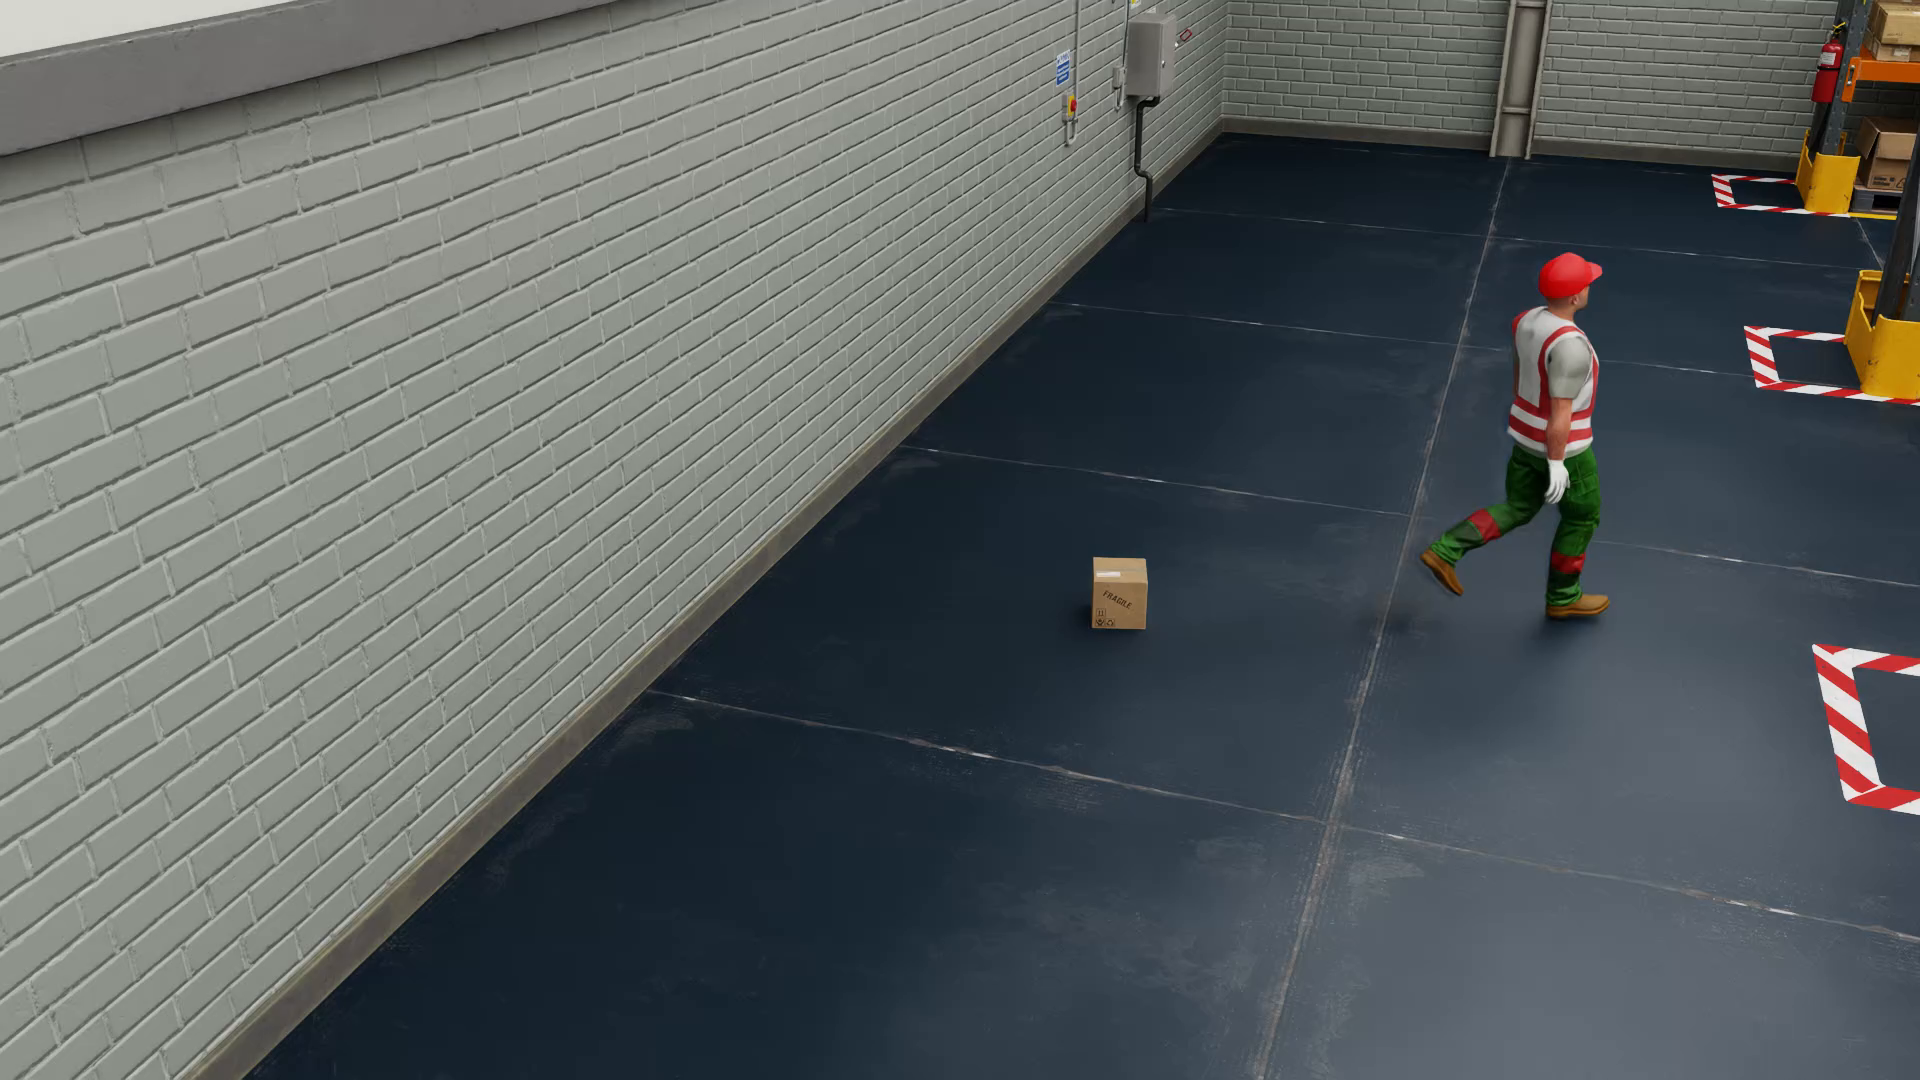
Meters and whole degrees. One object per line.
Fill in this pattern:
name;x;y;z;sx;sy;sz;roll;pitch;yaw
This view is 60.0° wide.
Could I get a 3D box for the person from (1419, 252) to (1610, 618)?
person;2.617;-0.447;7.510;0.892;1.756;0.566;-5;26;-10
